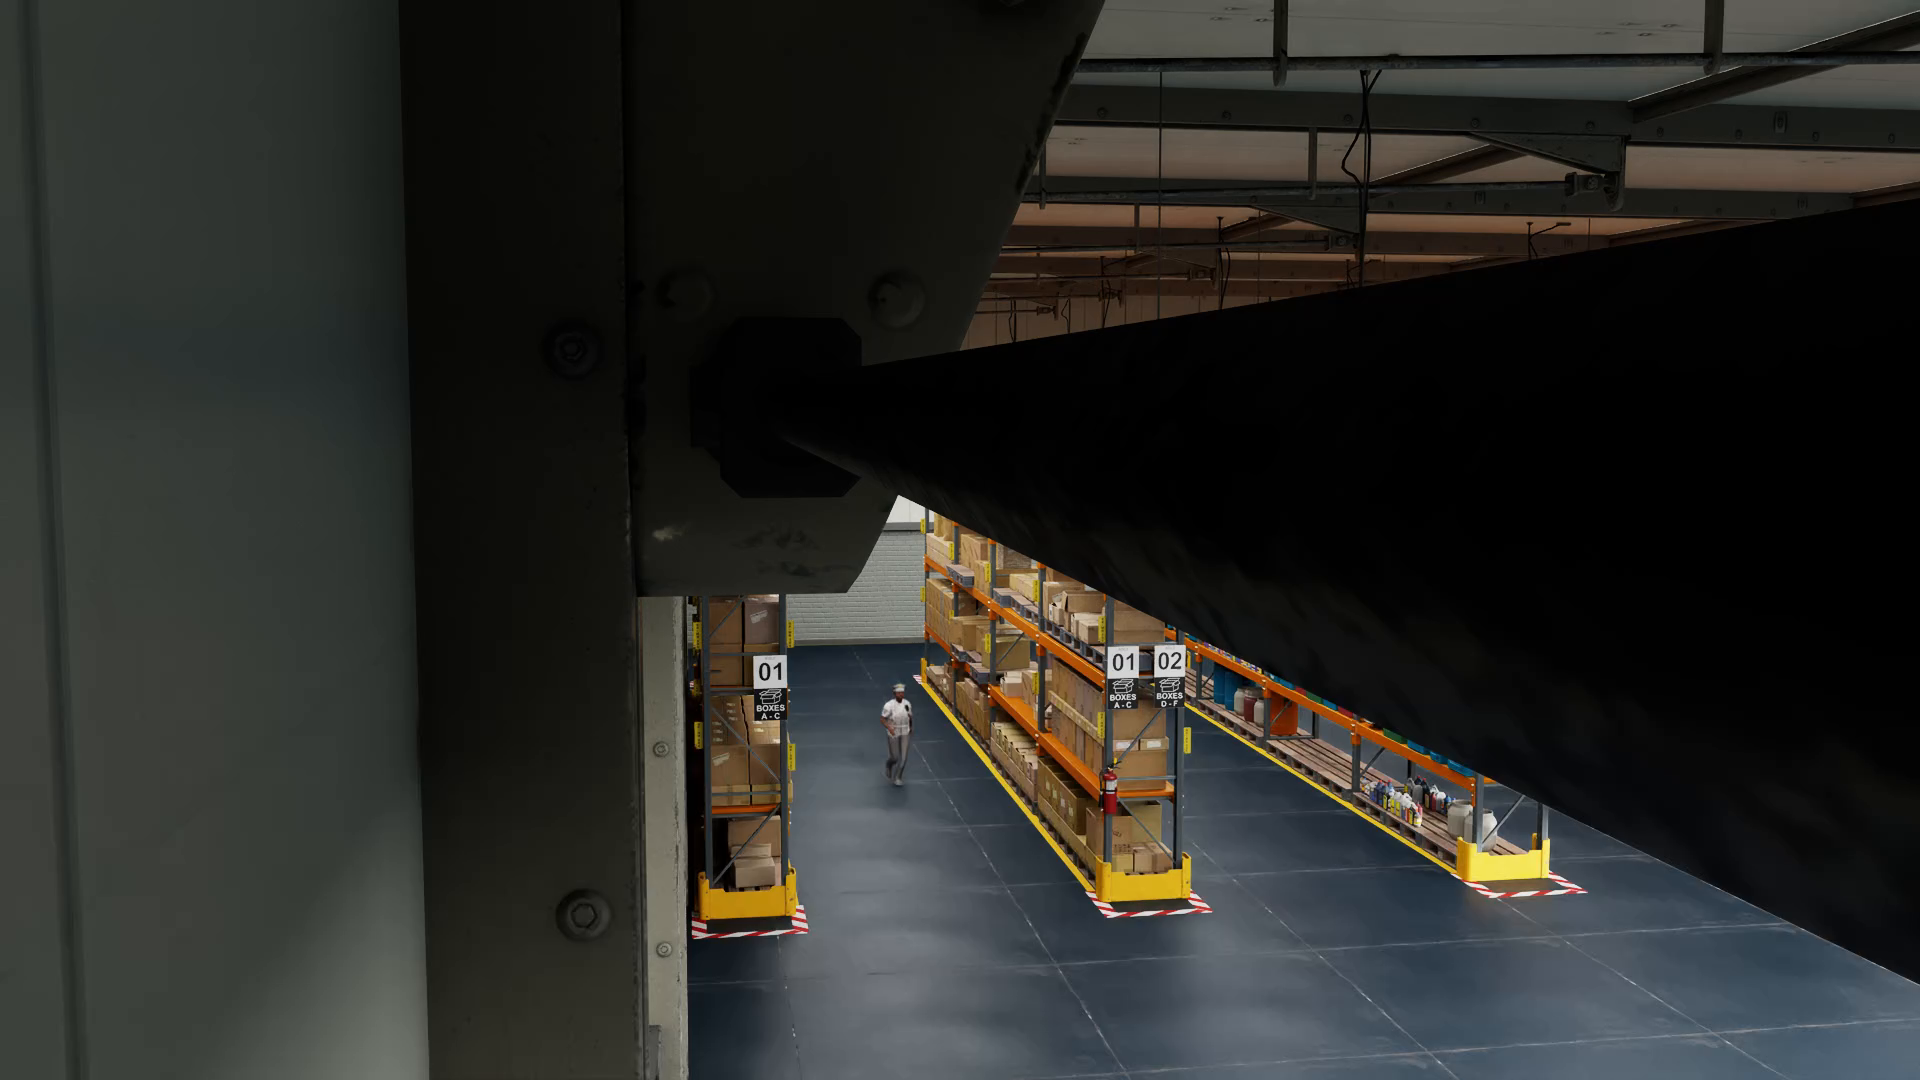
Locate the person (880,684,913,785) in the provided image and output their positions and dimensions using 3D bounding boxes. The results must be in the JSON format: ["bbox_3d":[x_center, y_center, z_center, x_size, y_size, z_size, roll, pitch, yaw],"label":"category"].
[{"bbox_3d":[-0.995,3.136,26.912,0.551,1.653,0.551,-2,5,-21],"label":"person"}]
